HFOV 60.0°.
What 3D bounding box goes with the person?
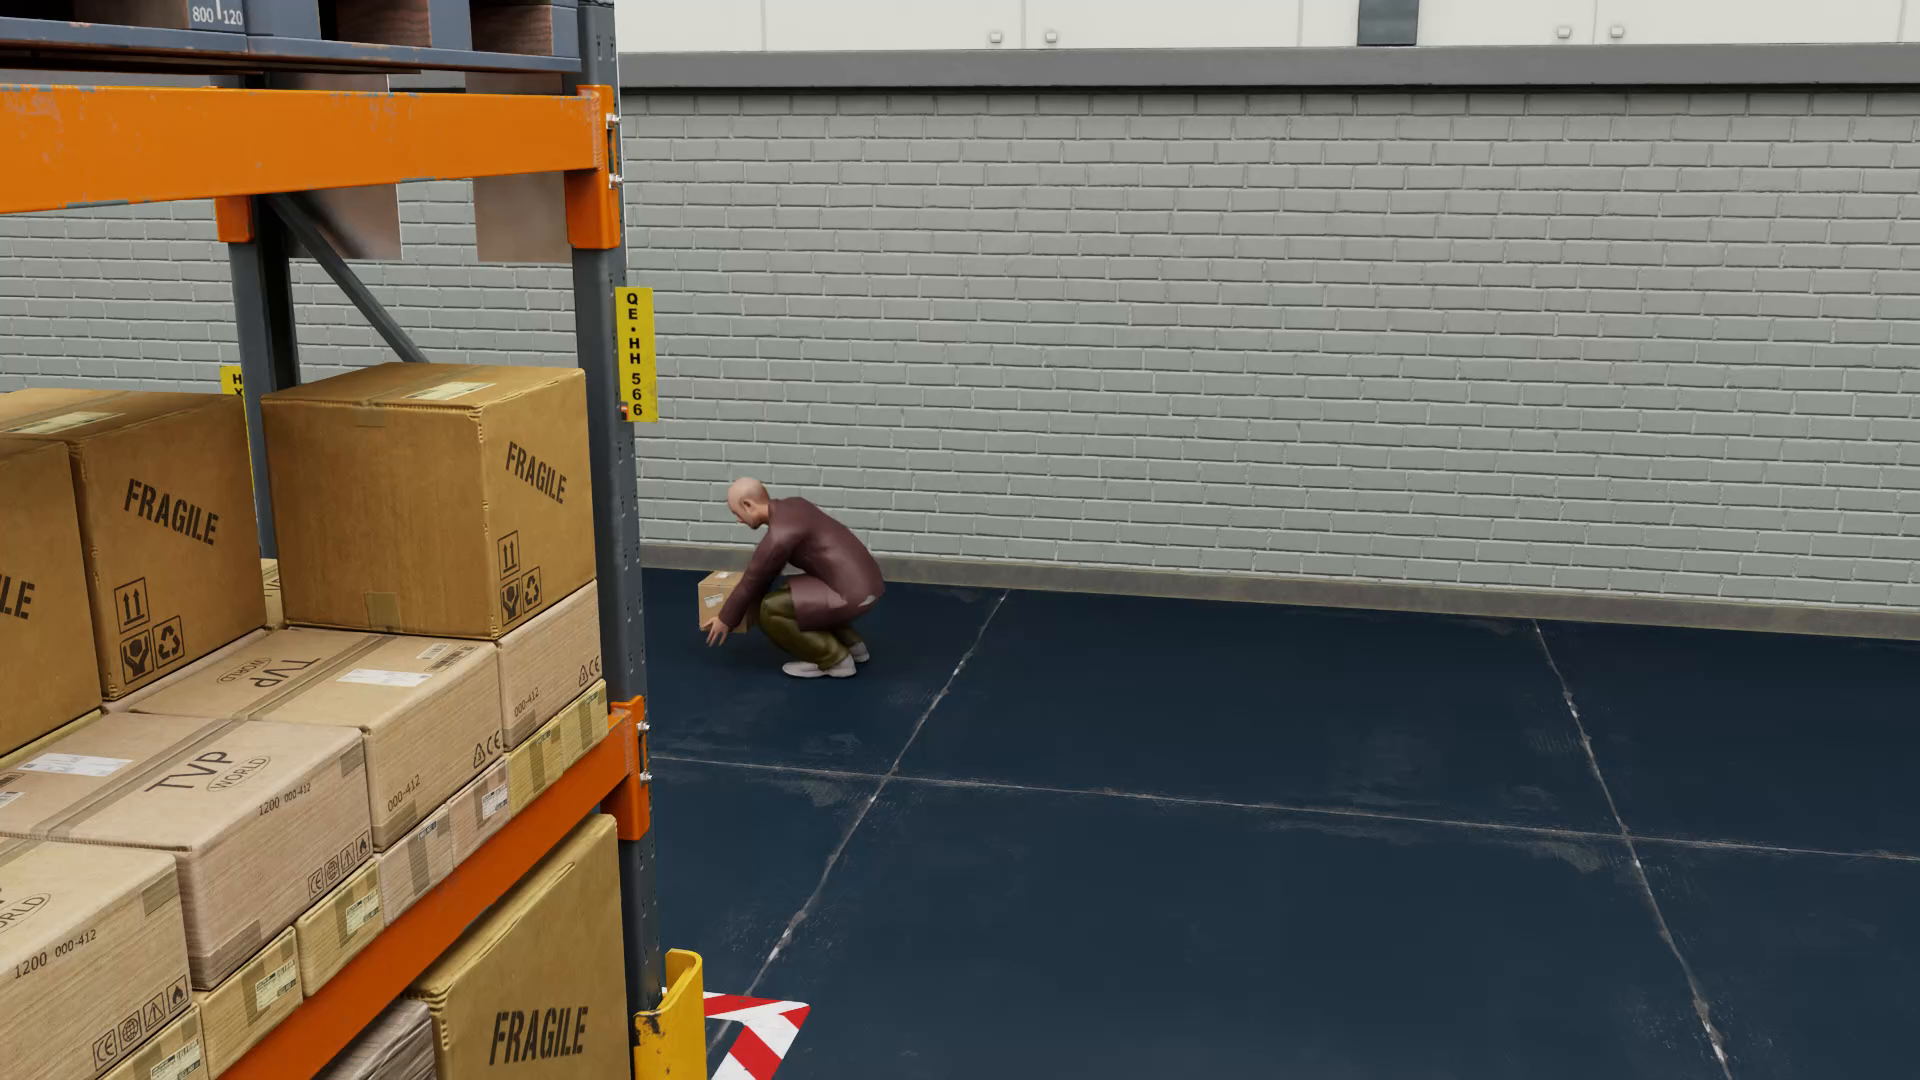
[{"bbox_3d":[-0.835,0.174,8.462,0.924,0.987,0.582,3,15,10],"label":"person"}]
